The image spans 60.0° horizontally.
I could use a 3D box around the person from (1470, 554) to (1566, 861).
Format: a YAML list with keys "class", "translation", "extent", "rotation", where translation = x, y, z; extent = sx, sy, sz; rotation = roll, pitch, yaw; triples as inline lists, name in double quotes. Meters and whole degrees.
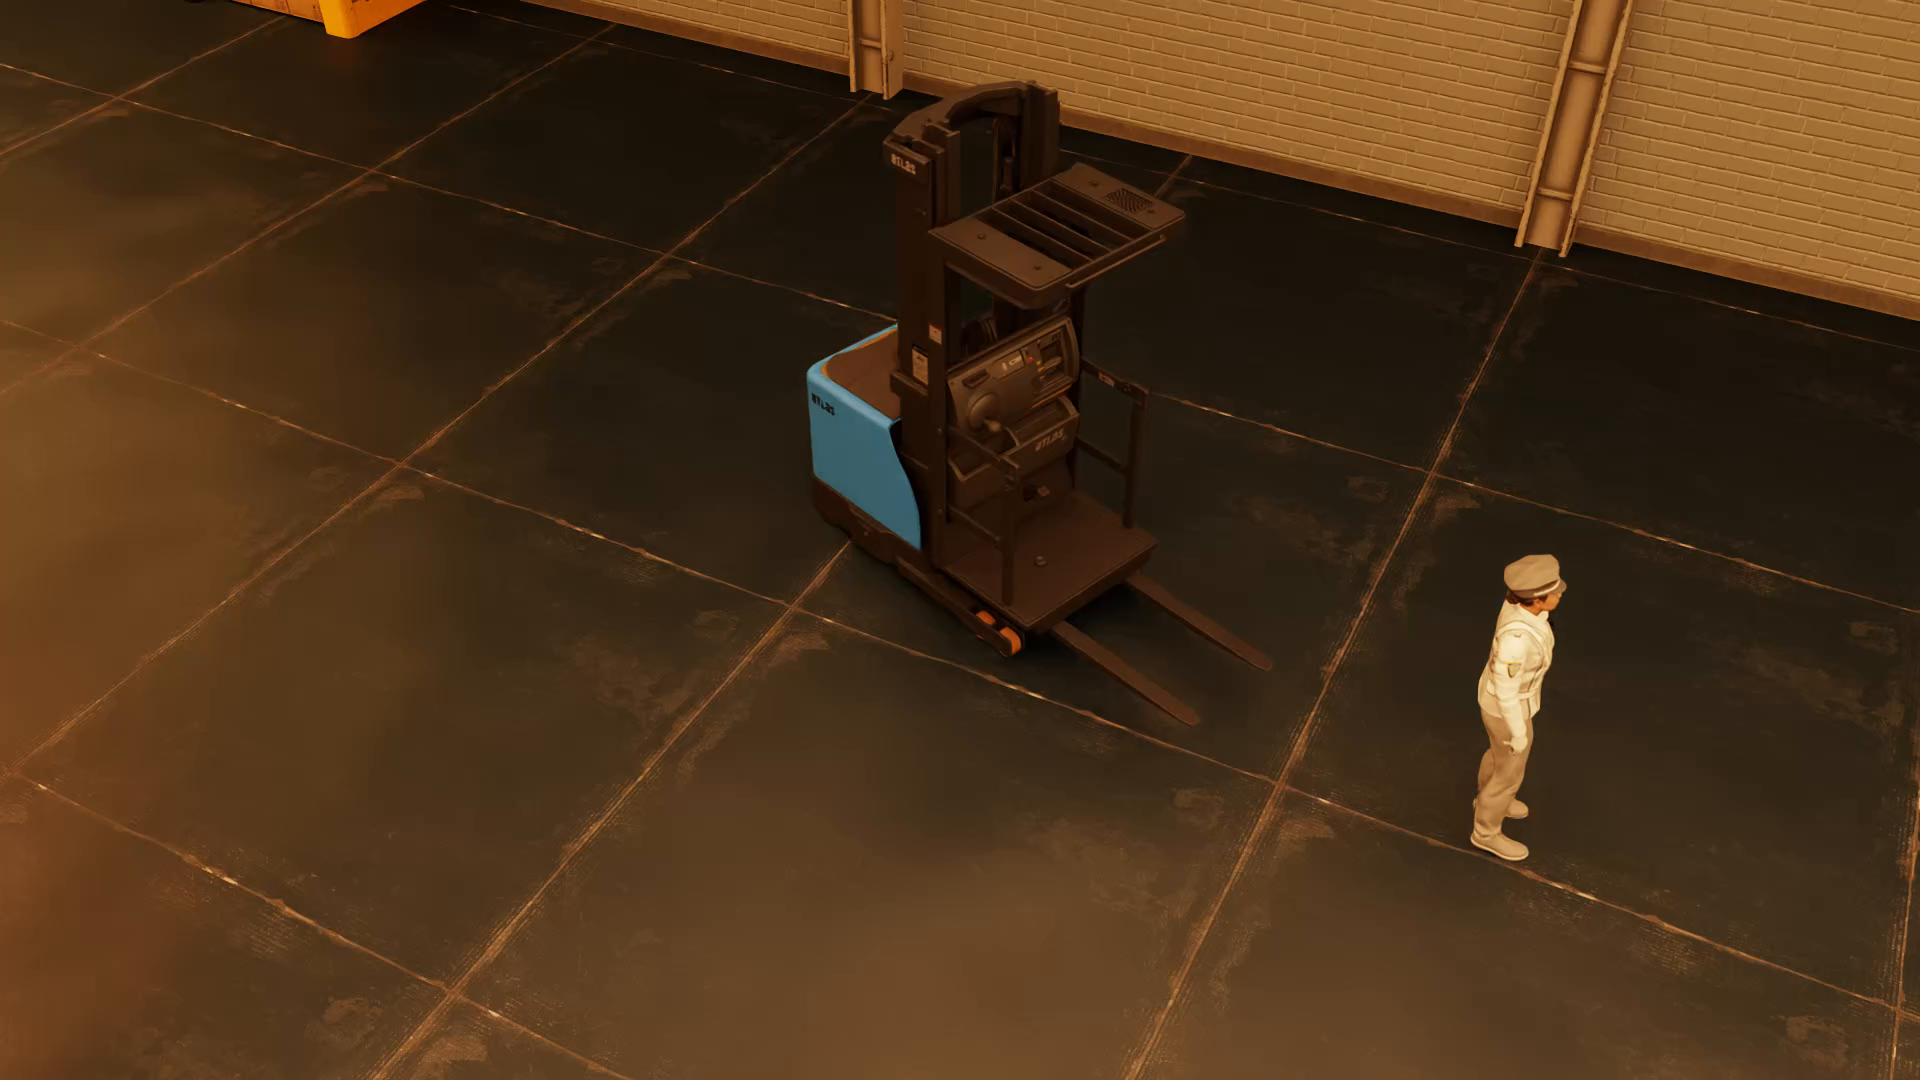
- class: "person"
  translation: [2.700, 0.790, 8.020]
  extent: [0.454, 1.709, 0.570]
  rotation: [12, 42, 14]

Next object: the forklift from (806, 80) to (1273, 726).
- class: "forklift"
  translation: [0.444, -0.832, 8.974]
  extent: [1.130, 2.935, 3.031]
  rotation: [-31, 49, -31]
